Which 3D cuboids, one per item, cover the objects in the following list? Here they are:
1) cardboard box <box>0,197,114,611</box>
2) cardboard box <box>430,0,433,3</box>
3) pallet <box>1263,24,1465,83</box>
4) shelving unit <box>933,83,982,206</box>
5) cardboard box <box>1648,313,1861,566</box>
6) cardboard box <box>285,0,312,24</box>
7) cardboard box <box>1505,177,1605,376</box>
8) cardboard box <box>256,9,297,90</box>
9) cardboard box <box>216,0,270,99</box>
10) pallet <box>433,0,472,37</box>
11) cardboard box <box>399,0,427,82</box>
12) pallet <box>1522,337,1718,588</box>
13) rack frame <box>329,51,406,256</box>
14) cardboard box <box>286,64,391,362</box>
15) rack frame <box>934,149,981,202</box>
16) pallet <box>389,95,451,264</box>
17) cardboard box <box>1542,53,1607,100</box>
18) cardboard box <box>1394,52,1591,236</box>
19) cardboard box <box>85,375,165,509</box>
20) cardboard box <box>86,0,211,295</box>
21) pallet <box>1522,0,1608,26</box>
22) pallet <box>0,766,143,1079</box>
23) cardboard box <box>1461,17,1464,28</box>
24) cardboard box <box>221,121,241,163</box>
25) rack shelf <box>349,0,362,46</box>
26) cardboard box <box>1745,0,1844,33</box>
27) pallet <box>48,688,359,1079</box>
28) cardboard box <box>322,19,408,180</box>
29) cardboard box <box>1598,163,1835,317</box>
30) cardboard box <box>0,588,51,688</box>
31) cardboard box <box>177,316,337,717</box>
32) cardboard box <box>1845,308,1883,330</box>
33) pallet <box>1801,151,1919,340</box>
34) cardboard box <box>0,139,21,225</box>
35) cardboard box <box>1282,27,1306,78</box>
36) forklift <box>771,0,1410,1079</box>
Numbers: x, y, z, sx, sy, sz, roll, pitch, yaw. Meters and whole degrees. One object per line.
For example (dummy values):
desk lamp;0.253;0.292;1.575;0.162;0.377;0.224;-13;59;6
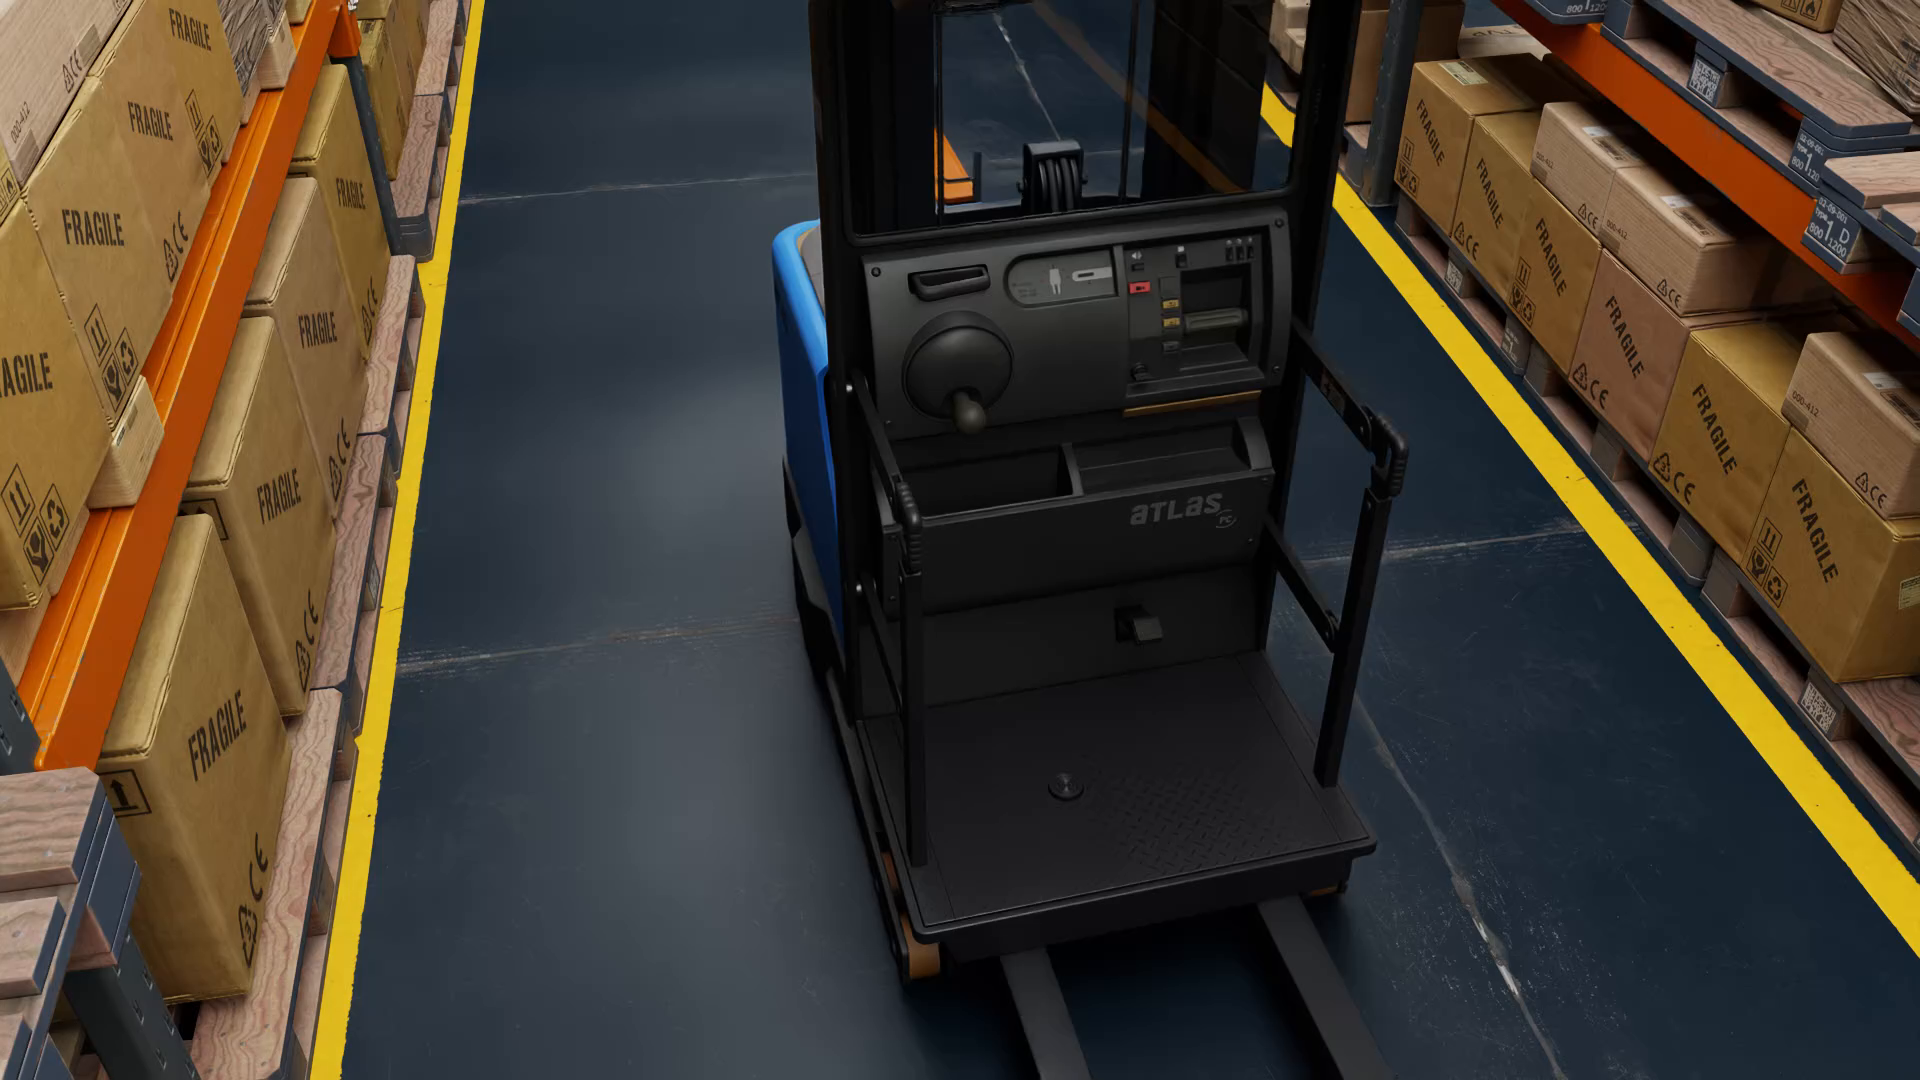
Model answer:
cardboard box;-1.792;-0.211;2.737;0.500;0.500;0.500;-5;38;-7
cardboard box;-3.052;-3.022;8.390;0.700;0.500;0.500;-6;38;-8
pallet;1.880;-2.729;8.590;1.003;0.211;1.213;-6;38;-8
shelving unit;-0.119;-0.761;5.251;0.258;1.200;0.503;-9;39;-11
cardboard box;2.432;-0.299;4.869;0.500;0.500;0.500;-8;38;-10
cardboard box;-2.254;-1.727;5.216;0.380;0.149;0.250;-6;38;-7
cardboard box;2.246;-0.921;5.670;0.500;0.500;0.500;-6;38;-7
cardboard box;-2.149;-1.412;4.811;0.380;0.149;0.250;-6;38;-8
cardboard box;-2.152;-1.443;4.322;0.500;0.500;0.500;-6;38;-8
pallet;-3.144;-2.982;8.916;1.003;0.211;1.213;-6;38;-8
cardboard box;-2.863;-2.397;7.586;0.700;0.500;0.500;-5;38;-7
pallet;2.613;-0.350;5.528;1.003;0.211;1.213;-6;38;-8
rack frame;-2.660;-2.141;5.562;1.000;3.000;0.127;-6;38;-8
cardboard box;-2.418;-1.080;5.605;0.750;0.750;0.750;-6;38;-7
rack frame;-0.059;-0.616;5.064;0.240;1.200;0.015;-9;39;-11
pallet;-2.716;-1.508;7.019;1.003;0.211;1.213;-6;38;-8
cardboard box;2.585;-1.596;6.538;0.500;0.500;0.500;-6;38;-8
cardboard box;2.061;-1.545;6.472;0.500;0.500;0.500;-8;39;-10
cardboard box;-1.787;-0.181;3.226;0.380;0.149;0.250;-5;38;-7
cardboard box;-1.960;-0.828;3.531;0.500;0.500;0.500;-6;38;-8
pallet;2.249;-2.106;5.673;1.003;0.211;1.213;-6;38;-8
pallet;-1.729;0.769;1.971;1.213;0.211;1.003;-6;38;-8
cardboard box;2.194;-2.530;8.012;0.380;0.166;0.250;-6;38;-8
cardboard box;-2.142;-1.104;4.415;0.380;0.149;0.250;-7;38;-9
rack shelf;-3.011;-3.065;7.337;1.077;0.370;4.000;-6;38;-8
cardboard box;2.587;-1.821;4.726;0.700;0.500;0.500;-16;41;-19
pallet;-2.023;0.891;3.931;1.003;0.211;1.213;-6;38;-8
cardboard box;-2.690;-1.783;6.795;0.700;0.500;0.500;-6;38;-7
cardboard box;2.325;-0.934;5.075;0.500;0.250;0.500;-7;38;-9
cardboard box;-1.788;0.142;2.811;0.380;0.149;0.250;-7;38;-9
cardboard box;-2.106;-0.030;4.254;0.750;0.750;0.750;-6;38;-8
cardboard box;2.939;-0.372;4.963;0.500;0.500;0.500;-7;38;-9
pallet;2.730;-0.587;3.717;1.213;0.211;1.003;-6;38;-8
cardboard box;-1.789;-0.506;2.505;0.500;0.250;0.500;-5;38;-7
cardboard box;1.712;-2.258;7.677;0.380;0.149;0.250;-6;38;-8
forklift;0.316;-0.389;3.362;1.130;2.935;3.031;-9;39;-11
